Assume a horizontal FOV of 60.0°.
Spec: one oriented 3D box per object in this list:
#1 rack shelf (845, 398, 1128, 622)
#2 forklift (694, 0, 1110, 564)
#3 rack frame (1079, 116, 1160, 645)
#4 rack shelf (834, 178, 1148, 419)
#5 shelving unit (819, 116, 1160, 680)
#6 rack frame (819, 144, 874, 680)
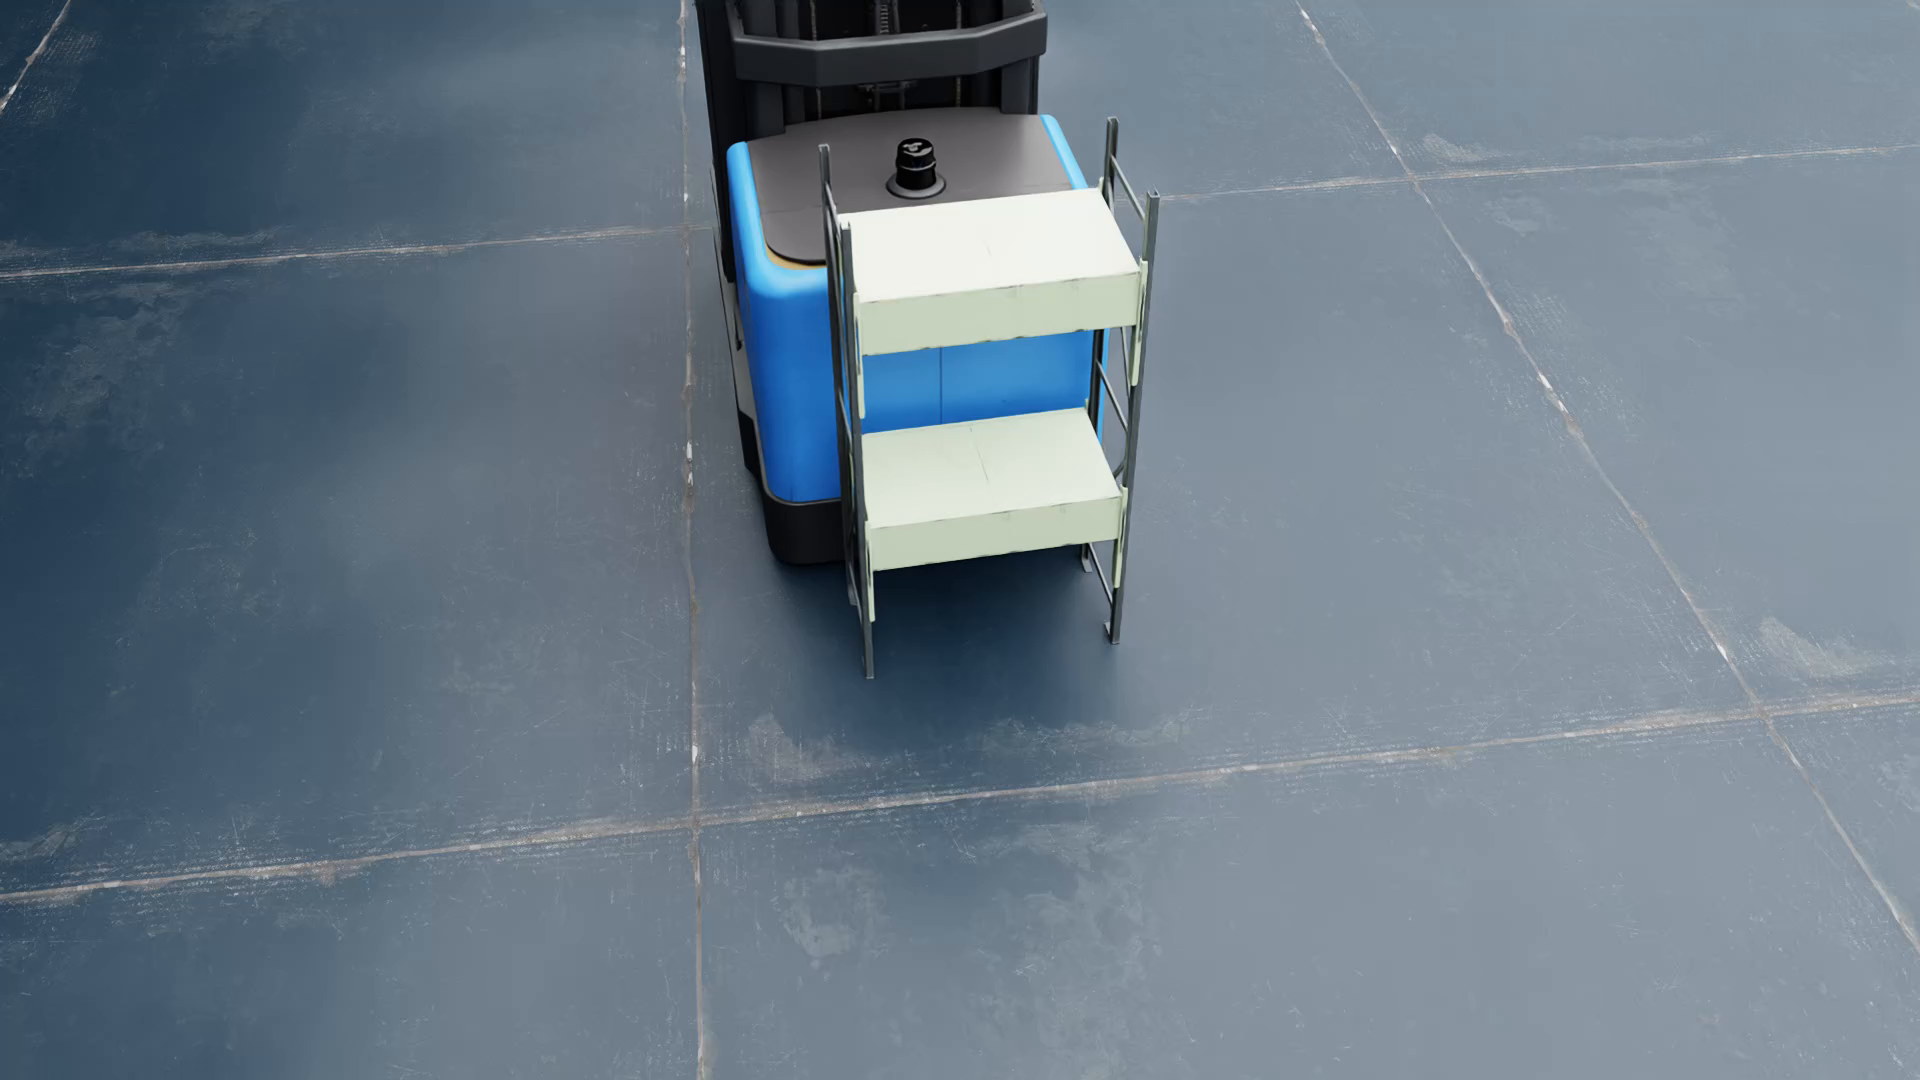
[{"bbox_3d":[0.061,-0.090,4.717,0.720,0.370,0.431,-8,43,-8],"label":"rack shelf"},{"bbox_3d":[-0.330,-2.010,5.290,1.130,2.935,3.031,-7,43,-8],"label":"forklift"},{"bbox_3d":[0.421,-0.380,4.551,0.023,1.500,0.400,-8,43,-8],"label":"rack frame"},{"bbox_3d":[0.061,-0.622,4.237,0.720,0.370,0.431,-8,43,-8],"label":"rack shelf"},{"bbox_3d":[0.061,-0.332,4.498,0.755,1.500,0.431,-8,43,-8],"label":"shelving unit"},{"bbox_3d":[-0.298,-0.284,4.446,0.023,1.500,0.400,-8,43,-8],"label":"rack frame"}]
